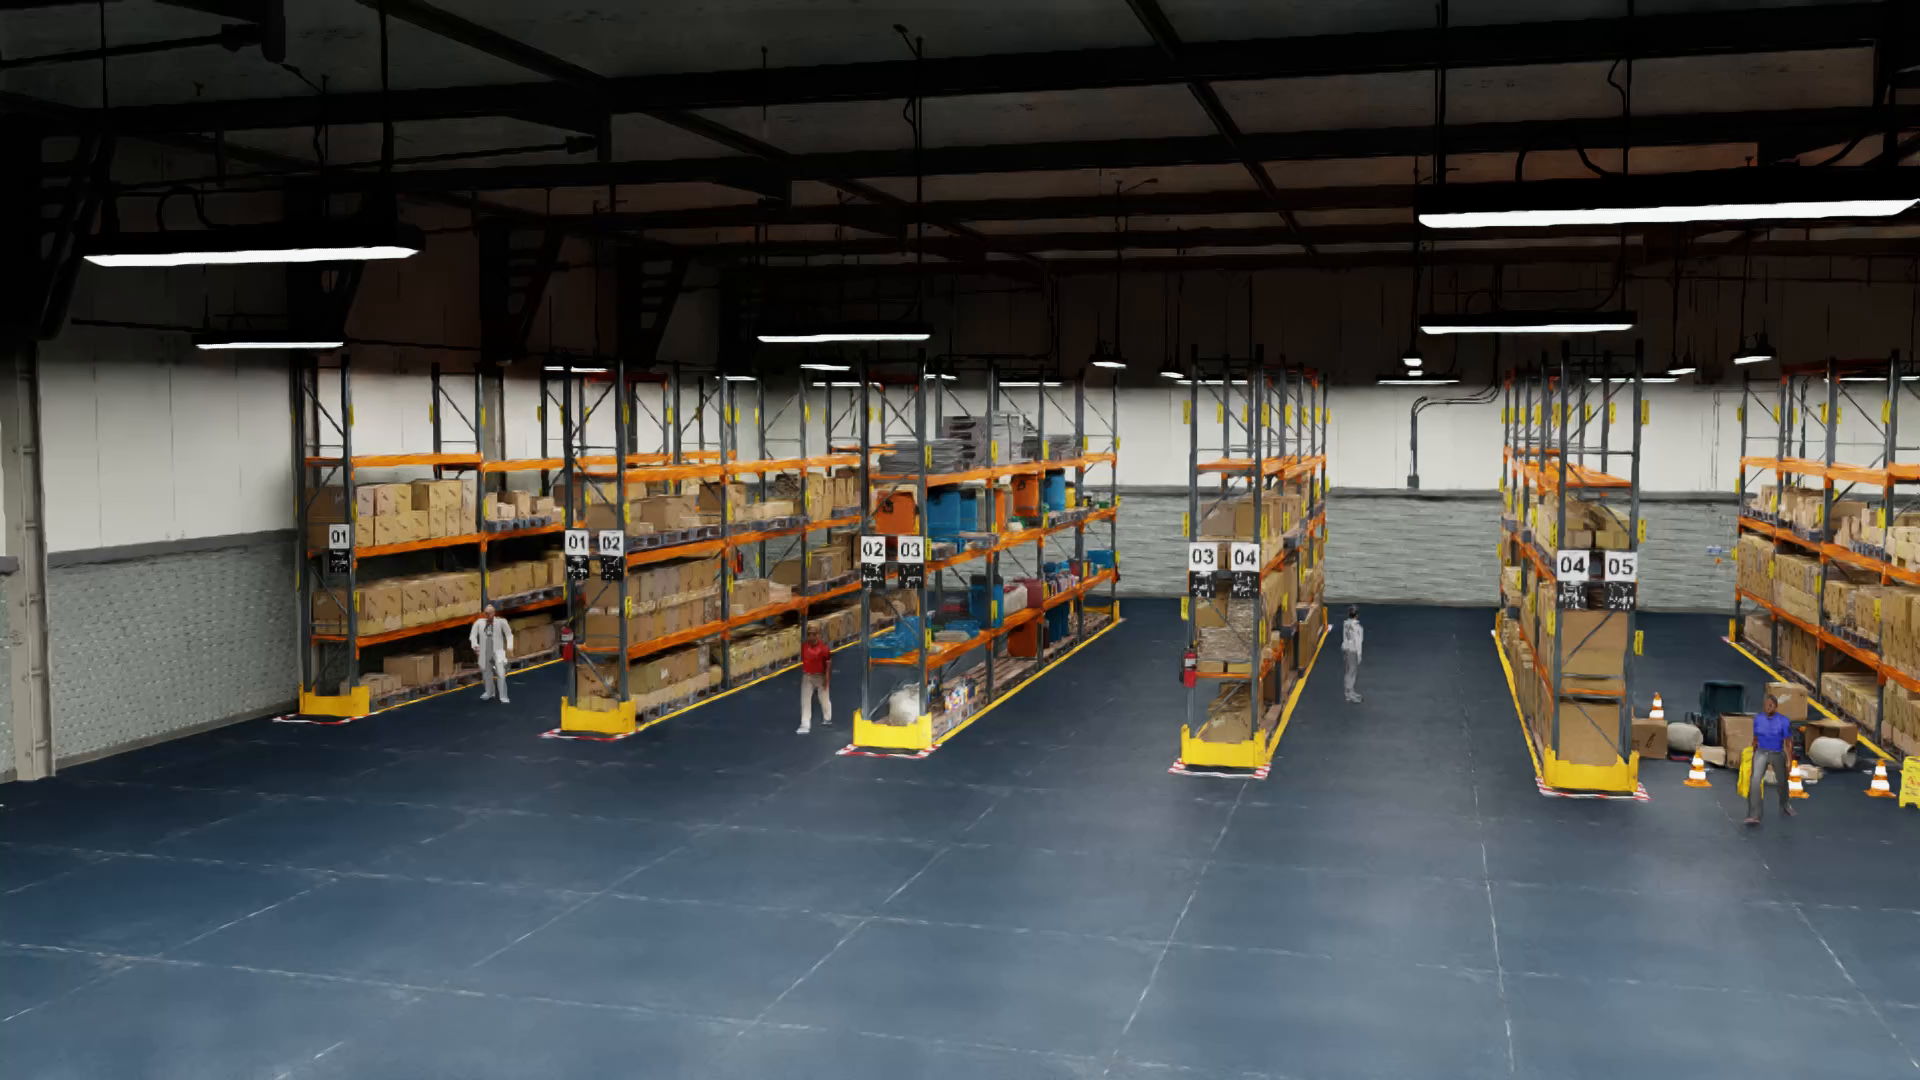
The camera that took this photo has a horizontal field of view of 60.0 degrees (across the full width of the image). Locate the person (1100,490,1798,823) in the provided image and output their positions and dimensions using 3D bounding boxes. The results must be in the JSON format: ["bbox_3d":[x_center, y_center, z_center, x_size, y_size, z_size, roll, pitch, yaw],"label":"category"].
[{"bbox_3d":[6.711,1.136,30.277,17.653,3.180,12.773,3,5,37],"label":"person"}]

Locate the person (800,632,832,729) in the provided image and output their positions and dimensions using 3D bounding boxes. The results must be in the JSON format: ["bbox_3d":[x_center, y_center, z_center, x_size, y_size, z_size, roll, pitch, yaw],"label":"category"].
[{"bbox_3d":[-2.257,2.202,26.409,0.538,1.532,0.835,1,4,15],"label":"person"}]

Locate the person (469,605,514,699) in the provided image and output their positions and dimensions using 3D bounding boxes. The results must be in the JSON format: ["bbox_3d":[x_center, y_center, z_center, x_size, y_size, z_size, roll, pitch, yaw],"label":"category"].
[{"bbox_3d":[-8.156,1.980,28.966,0.701,1.530,0.880,0,4,-1],"label":"person"}]

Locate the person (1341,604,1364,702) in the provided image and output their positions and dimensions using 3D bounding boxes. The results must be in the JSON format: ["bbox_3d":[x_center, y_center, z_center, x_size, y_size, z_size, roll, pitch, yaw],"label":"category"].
[{"bbox_3d":[6.909,1.970,29.140,0.411,1.677,0.537,-1,4,-14],"label":"person"}]
